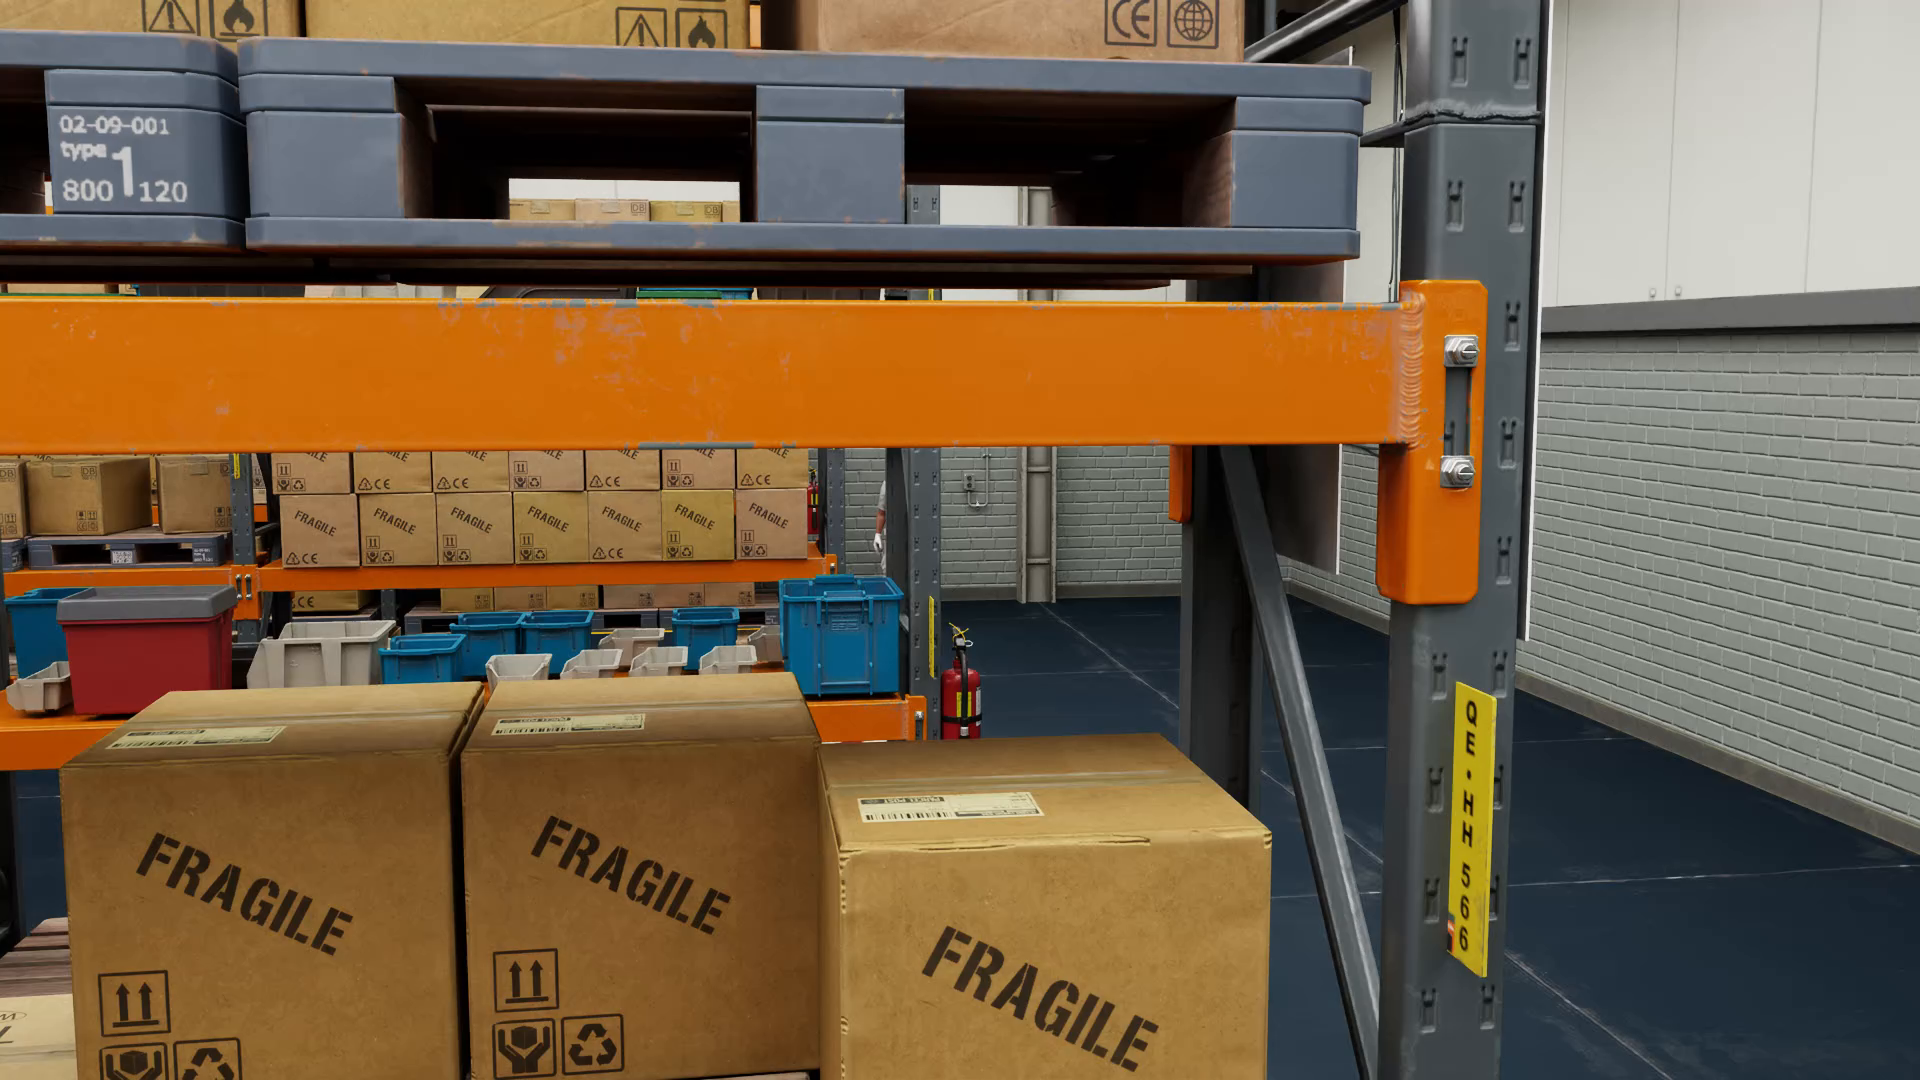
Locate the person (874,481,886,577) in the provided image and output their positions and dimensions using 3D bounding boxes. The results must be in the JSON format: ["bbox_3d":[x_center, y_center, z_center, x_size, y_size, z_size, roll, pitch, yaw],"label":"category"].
[{"bbox_3d":[-0.557,0.003,16.641,0.625,1.773,0.452,2,7,15],"label":"person"}]
